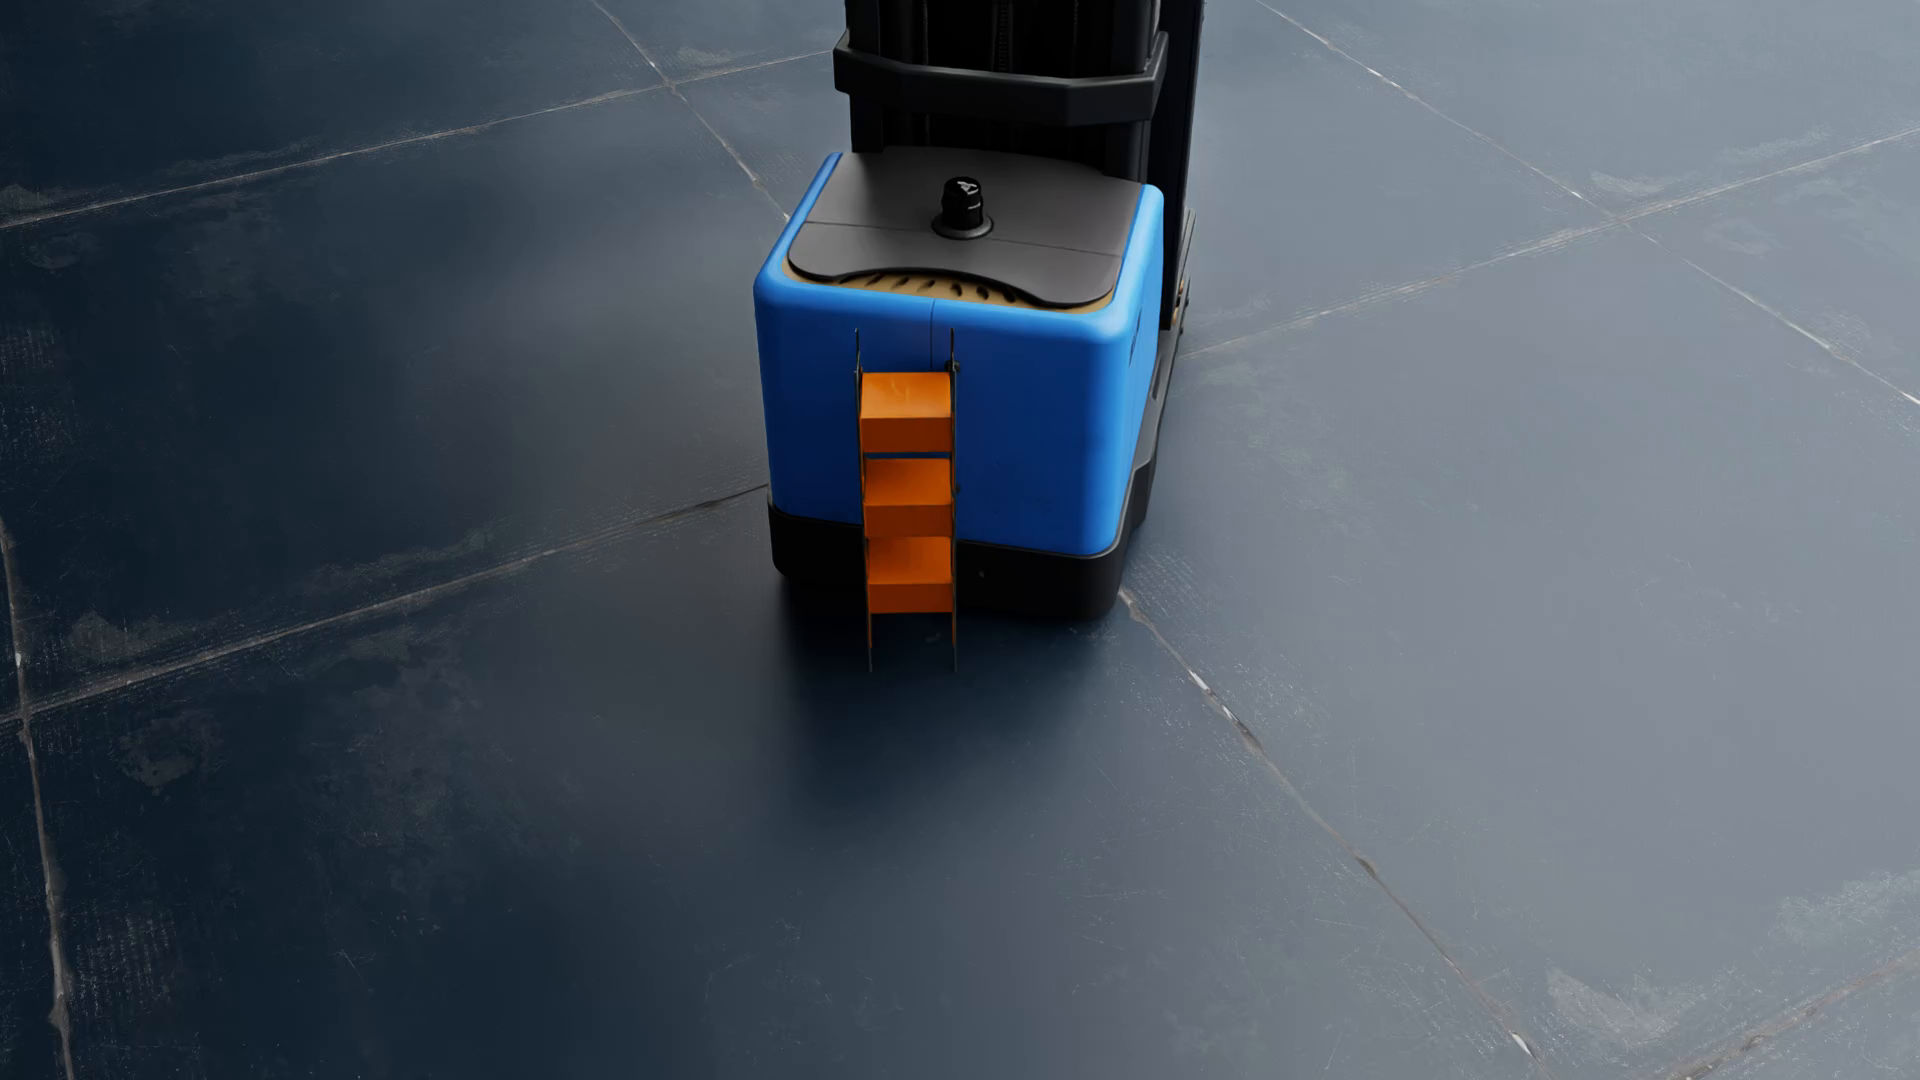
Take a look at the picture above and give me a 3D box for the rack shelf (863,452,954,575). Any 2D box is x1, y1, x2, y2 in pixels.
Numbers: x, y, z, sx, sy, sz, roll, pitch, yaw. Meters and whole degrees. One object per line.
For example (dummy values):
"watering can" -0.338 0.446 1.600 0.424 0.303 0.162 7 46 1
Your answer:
"rack shelf" -0.139 -0.073 4.540 0.240 0.259 0.215 -1 40 -1

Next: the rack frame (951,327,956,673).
"rack frame" -0.017 -0.083 4.535 0.008 1.050 0.200 -1 40 -1

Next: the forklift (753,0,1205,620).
"forklift" 0.242 -1.843 5.159 1.130 2.935 3.031 8 41 9

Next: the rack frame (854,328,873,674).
"rack frame" -0.261 -0.079 4.530 0.008 1.050 0.200 -1 40 -1

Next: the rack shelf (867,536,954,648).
"rack shelf" -0.139 0.139 4.719 0.240 0.259 0.215 -1 40 -1

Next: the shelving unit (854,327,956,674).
"shelving unit" -0.139 -0.081 4.533 0.252 1.050 0.215 -1 40 -1

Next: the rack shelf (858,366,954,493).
"rack shelf" -0.139 -0.289 4.356 0.240 0.259 0.215 -1 40 -1
